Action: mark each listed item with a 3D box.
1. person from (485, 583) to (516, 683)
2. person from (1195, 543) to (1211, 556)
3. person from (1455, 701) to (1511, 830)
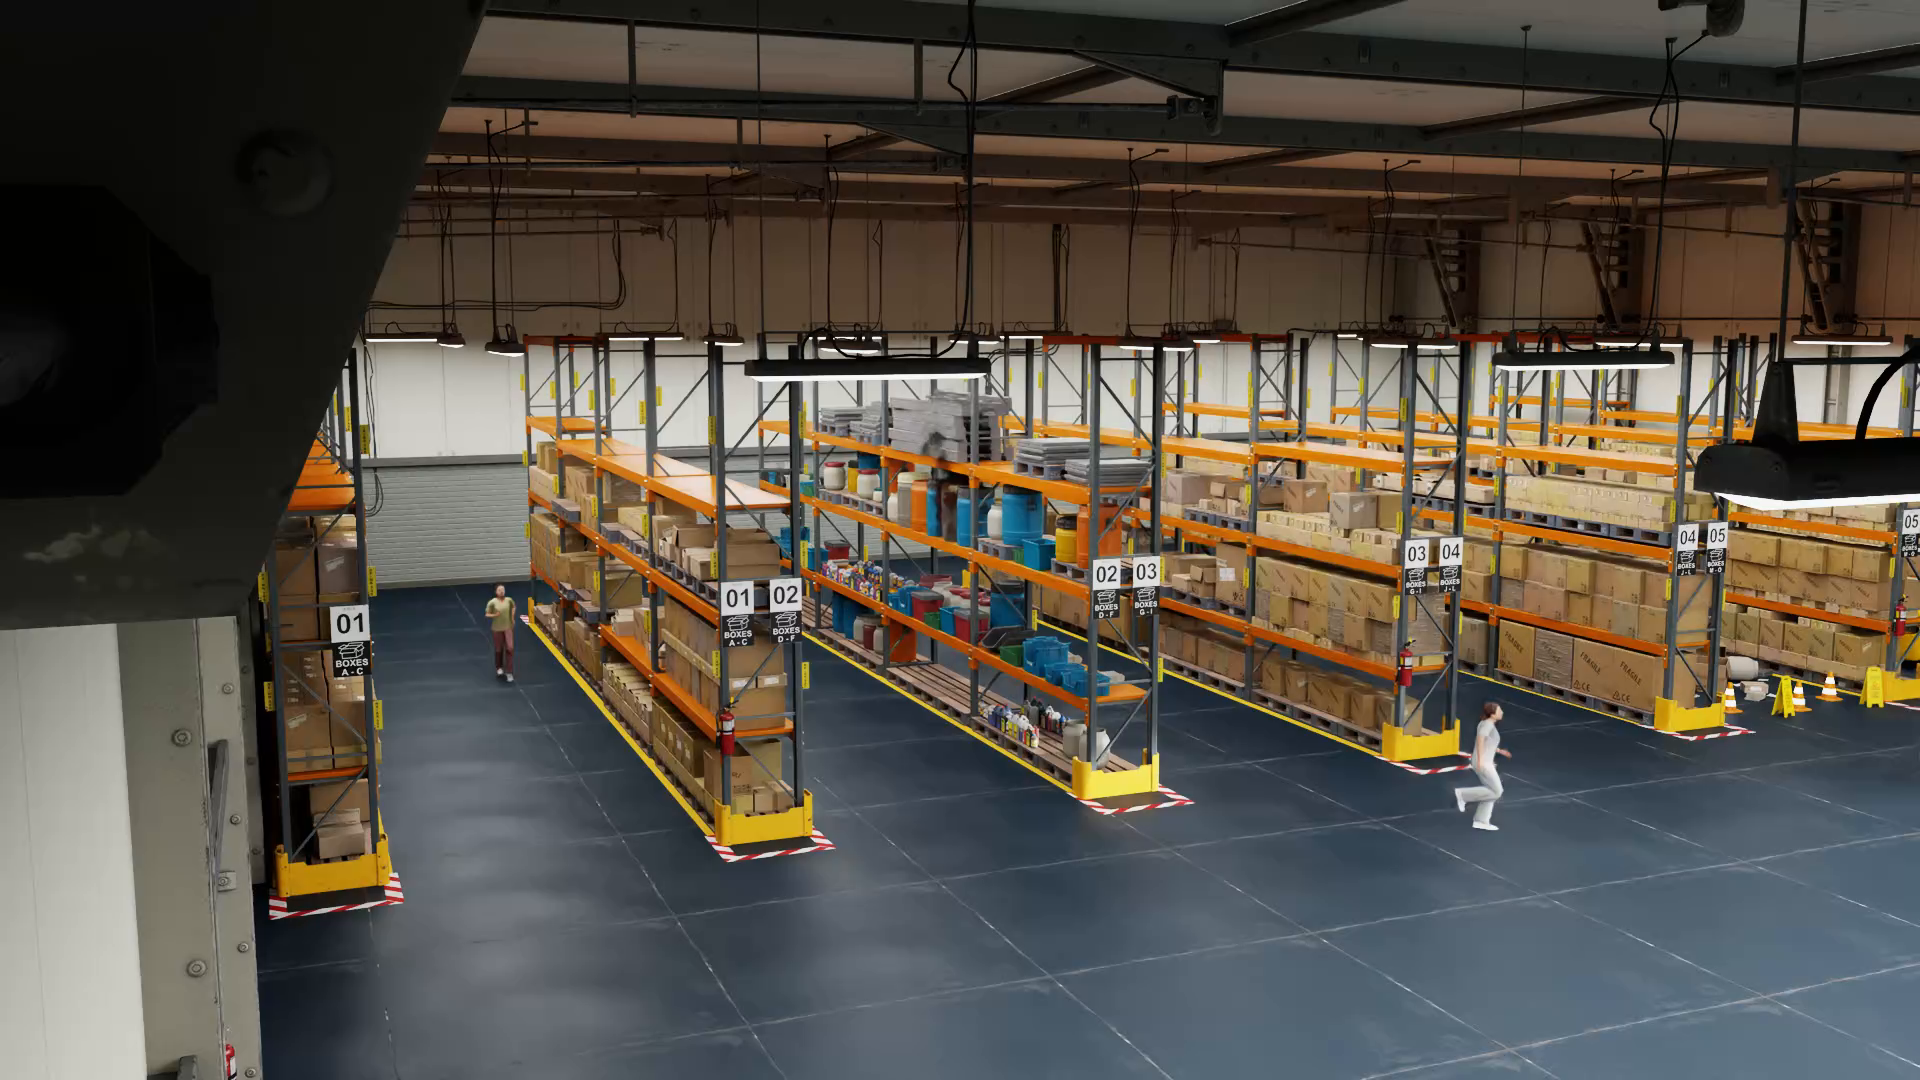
[{"bbox_3d":[-8.060,1.609,29.261,0.562,1.714,0.728,-3,8,-23],"label":"person"},{"bbox_3d":[6.196,-0.235,42.747,0.919,1.834,0.671,-5,9,-32],"label":"person"},{"bbox_3d":[6.515,2.810,20.685,0.662,1.620,0.600,1,8,11],"label":"person"}]
